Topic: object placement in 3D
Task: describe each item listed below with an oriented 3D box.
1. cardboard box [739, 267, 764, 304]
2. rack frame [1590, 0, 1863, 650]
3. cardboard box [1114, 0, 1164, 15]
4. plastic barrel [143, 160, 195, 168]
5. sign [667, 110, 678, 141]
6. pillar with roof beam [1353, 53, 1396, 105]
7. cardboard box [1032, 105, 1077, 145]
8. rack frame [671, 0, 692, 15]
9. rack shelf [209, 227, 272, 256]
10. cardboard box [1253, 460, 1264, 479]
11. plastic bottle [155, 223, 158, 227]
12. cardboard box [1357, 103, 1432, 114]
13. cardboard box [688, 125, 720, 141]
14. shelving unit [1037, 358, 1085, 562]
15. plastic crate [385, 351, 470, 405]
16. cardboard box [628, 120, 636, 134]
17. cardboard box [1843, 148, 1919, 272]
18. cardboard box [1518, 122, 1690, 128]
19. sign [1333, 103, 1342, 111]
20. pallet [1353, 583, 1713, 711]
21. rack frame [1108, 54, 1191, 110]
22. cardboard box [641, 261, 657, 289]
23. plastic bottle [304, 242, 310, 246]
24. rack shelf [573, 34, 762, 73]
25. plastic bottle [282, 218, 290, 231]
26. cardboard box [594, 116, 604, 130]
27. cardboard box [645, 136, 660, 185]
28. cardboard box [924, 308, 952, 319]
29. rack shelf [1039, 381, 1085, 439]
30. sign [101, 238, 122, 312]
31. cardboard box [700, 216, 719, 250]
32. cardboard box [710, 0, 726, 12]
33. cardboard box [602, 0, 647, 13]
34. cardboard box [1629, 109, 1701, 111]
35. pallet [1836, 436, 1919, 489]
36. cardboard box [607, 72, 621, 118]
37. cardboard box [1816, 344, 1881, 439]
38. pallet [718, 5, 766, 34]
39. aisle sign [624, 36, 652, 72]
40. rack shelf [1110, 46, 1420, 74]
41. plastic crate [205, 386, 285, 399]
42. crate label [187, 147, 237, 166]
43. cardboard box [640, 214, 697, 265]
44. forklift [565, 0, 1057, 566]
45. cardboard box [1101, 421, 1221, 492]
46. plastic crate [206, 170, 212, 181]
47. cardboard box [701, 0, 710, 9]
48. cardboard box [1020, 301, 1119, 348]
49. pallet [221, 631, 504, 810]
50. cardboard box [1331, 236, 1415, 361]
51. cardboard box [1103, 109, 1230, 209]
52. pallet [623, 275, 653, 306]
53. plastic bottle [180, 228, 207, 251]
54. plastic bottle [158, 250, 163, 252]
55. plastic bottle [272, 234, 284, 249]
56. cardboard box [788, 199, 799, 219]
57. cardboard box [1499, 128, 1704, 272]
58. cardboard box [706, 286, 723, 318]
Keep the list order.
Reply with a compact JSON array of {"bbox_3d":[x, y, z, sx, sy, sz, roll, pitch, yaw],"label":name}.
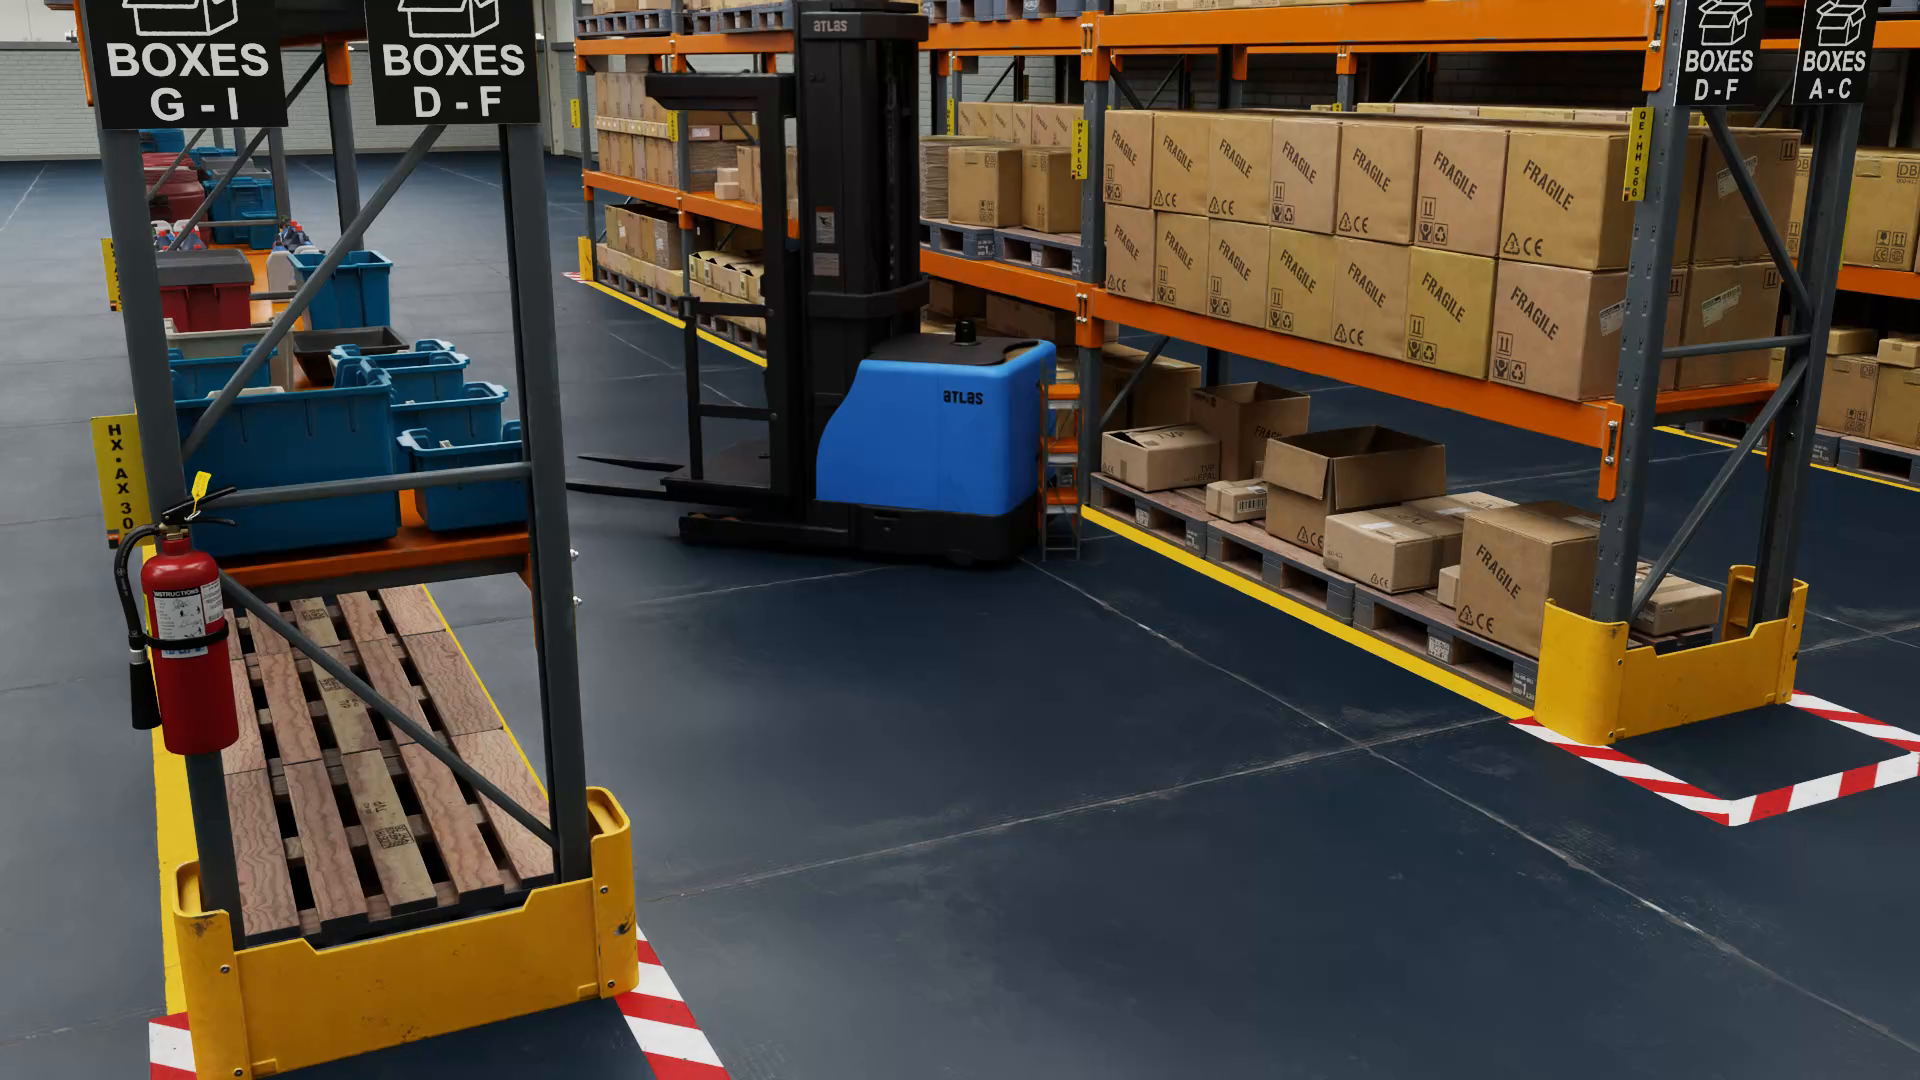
[{"bbox_3d":[-1.698,-2.341,15.176,0.500,0.311,0.500,-7,17,-23],"label":"cardboard box"},{"bbox_3d":[2.928,-0.729,6.353,1.000,3.000,0.127,-8,18,-25],"label":"rack frame"},{"bbox_3d":[1.166,-2.940,8.892,0.500,0.250,0.500,-8,18,-25],"label":"cardboard box"},{"bbox_3d":[-6.051,-2.619,12.694,0.433,0.535,0.433,0,16,0],"label":"plastic barrel"},{"bbox_3d":[-2.828,-4.091,16.356,0.100,0.325,0.005,-8,18,-25],"label":"sign"},{"bbox_3d":[0.212,-6.102,14.202,9.100,9.000,0.400,-8,18,-25],"label":"pillar with roof beam"},{"bbox_3d":[1.202,-4.931,19.872,0.500,0.500,0.500,-8,18,-26],"label":"cardboard box"},{"bbox_3d":[-2.330,-6.588,15.894,1.000,3.000,0.127,-8,18,-25],"label":"rack frame"},{"bbox_3d":[-5.908,-2.265,13.010,1.077,0.370,4.000,-8,18,-25],"label":"rack shelf"},{"bbox_3d":[1.898,-0.369,9.470,0.380,0.149,0.250,-8,18,-25],"label":"cardboard box"},{"bbox_3d":[-5.106,-1.875,10.579,0.097,0.271,0.097,0,16,0],"label":"plastic bottle"},{"bbox_3d":[3.854,-3.722,14.668,0.500,0.250,0.500,-7,18,-24],"label":"cardboard box"},{"bbox_3d":[-2.641,-4.106,16.763,0.380,0.149,0.250,-8,18,-25],"label":"cardboard box"},{"bbox_3d":[0.532,-0.423,8.820,0.215,1.050,0.252,-1,16,-2],"label":"shelving unit"},{"bbox_3d":[-1.916,-0.507,5.775,0.416,0.233,0.300,-8,18,-25],"label":"plastic crate"},{"bbox_3d":[-3.431,-4.552,18.316,0.380,0.149,0.250,-7,18,-24],"label":"cardboard box"},{"bbox_3d":[6.164,-2.146,10.748,0.980,0.700,0.700,-8,18,-26],"label":"cardboard box"},{"bbox_3d":[2.734,-1.528,7.144,0.500,0.500,0.500,-7,18,-24],"label":"cardboard box"},{"bbox_3d":[3.390,-3.763,14.969,0.100,0.325,0.005,-8,18,-25],"label":"sign"},{"bbox_3d":[2.544,0.395,7.492,1.003,0.211,1.213,-8,18,-25],"label":"pallet"},{"bbox_3d":[2.122,-4.304,18.811,1.000,3.000,0.127,-8,18,-25],"label":"rack frame"},{"bbox_3d":[-3.172,-2.921,18.214,0.500,0.250,0.500,-8,18,-25],"label":"cardboard box"},{"bbox_3d":[-3.716,-1.565,9.501,0.097,0.271,0.097,0,16,0],"label":"plastic bottle"},{"bbox_3d":[-3.206,-5.296,18.135,1.077,0.370,4.000,-8,18,-25],"label":"rack shelf"},{"bbox_3d":[-4.370,-1.953,10.830,0.061,0.283,0.133,-8,18,-25],"label":"plastic bottle"},{"bbox_3d":[-4.104,-4.933,19.645,0.380,0.149,0.250,-8,18,-25],"label":"cardboard box"},{"bbox_3d":[-2.983,-4.117,17.977,0.700,0.500,0.500,-7,18,-24],"label":"cardboard box"},{"bbox_3d":[0.044,-1.519,12.840,0.500,0.500,0.500,-7,17,-23],"label":"cardboard box"},{"bbox_3d":[0.532,-0.685,8.744,0.215,0.259,0.240,-1,16,-2],"label":"rack shelf"},{"bbox_3d":[-3.775,-1.190,7.458,0.100,0.325,0.005,-8,18,-25],"label":"sign"},{"bbox_3d":[-2.477,-3.221,17.901,0.500,0.500,0.500,-8,18,-25],"label":"cardboard box"},{"bbox_3d":[-2.068,-5.122,15.734,0.500,0.250,0.500,-6,17,-19],"label":"cardboard box"},{"bbox_3d":[-3.600,-6.011,18.123,0.500,0.500,0.500,-8,18,-25],"label":"cardboard box"},{"bbox_3d":[5.424,-3.156,12.694,0.500,0.250,0.500,-7,18,-24],"label":"cardboard box"},{"bbox_3d":[6.428,-0.479,10.538,1.003,0.211,1.213,-8,18,-25],"label":"pallet"},{"bbox_3d":[-3.630,-5.108,19.079,0.700,0.500,0.500,-8,18,-26],"label":"cardboard box"},{"bbox_3d":[6.079,-0.998,11.061,0.700,0.500,0.500,-8,18,-25],"label":"cardboard box"},{"bbox_3d":[-1.448,-4.498,14.392,1.003,0.211,1.213,-7,17,-22],"label":"pallet"},{"bbox_3d":[-3.847,-5.998,20.000,0.394,0.787,0.004,-8,18,-25],"label":"aisle sign"},{"bbox_3d":[2.998,-4.904,16.768,1.077,0.370,4.000,-8,18,-25],"label":"rack shelf"},{"bbox_3d":[-2.451,-0.425,5.662,0.298,0.136,0.250,-8,18,-25],"label":"plastic crate"},{"bbox_3d":[-7.487,-3.692,16.614,0.502,0.435,0.616,-8,18,-25],"label":"crate label"},{"bbox_3d":[-3.160,-3.283,18.116,0.500,0.500,0.500,-8,18,-25],"label":"cardboard box"},{"bbox_3d":[-1.024,-1.499,9.162,3.031,2.935,1.130,6,17,19],"label":"forklift"},{"bbox_3d":[1.165,-0.510,9.666,0.500,0.311,0.500,-8,18,-25],"label":"cardboard box"},{"bbox_3d":[-6.021,-2.863,13.819,0.392,0.384,0.575,-8,18,-25],"label":"plastic crate"},{"bbox_3d":[-2.313,-5.620,16.763,0.500,0.500,0.500,-6,17,-20],"label":"cardboard box"},{"bbox_3d":[0.744,-1.489,11.375,0.500,0.250,0.500,-8,18,-25],"label":"cardboard box"},{"bbox_3d":[-2.384,0.698,6.437,1.003,0.211,1.213,-8,18,-25],"label":"pallet"},{"bbox_3d":[2.043,-1.108,7.492,0.500,0.500,0.500,-8,18,-24],"label":"cardboard box"},{"bbox_3d":[1.129,-2.099,9.132,0.500,0.500,0.500,-7,17,-23],"label":"cardboard box"},{"bbox_3d":[-3.179,-2.869,18.867,1.003,0.211,1.213,-8,18,-25],"label":"pallet"},{"bbox_3d":[-4.381,-1.613,9.522,0.144,0.351,0.185,-8,18,-25],"label":"plastic bottle"},{"bbox_3d":[-4.284,-1.429,9.016,0.152,0.276,0.135,-8,18,-25],"label":"plastic bottle"},{"bbox_3d":[-4.019,-1.664,9.821,0.061,0.283,0.133,-8,18,-25],"label":"plastic bottle"},{"bbox_3d":[-1.220,-2.782,13.961,0.380,0.149,0.250,-8,18,-25],"label":"cardboard box"},{"bbox_3d":[2.485,-1.335,6.470,0.500,0.500,0.500,-8,18,-25],"label":"cardboard box"},{"bbox_3d":[-2.153,-2.328,16.148,0.500,0.250,0.500,-7,18,-24],"label":"cardboard box"}]
